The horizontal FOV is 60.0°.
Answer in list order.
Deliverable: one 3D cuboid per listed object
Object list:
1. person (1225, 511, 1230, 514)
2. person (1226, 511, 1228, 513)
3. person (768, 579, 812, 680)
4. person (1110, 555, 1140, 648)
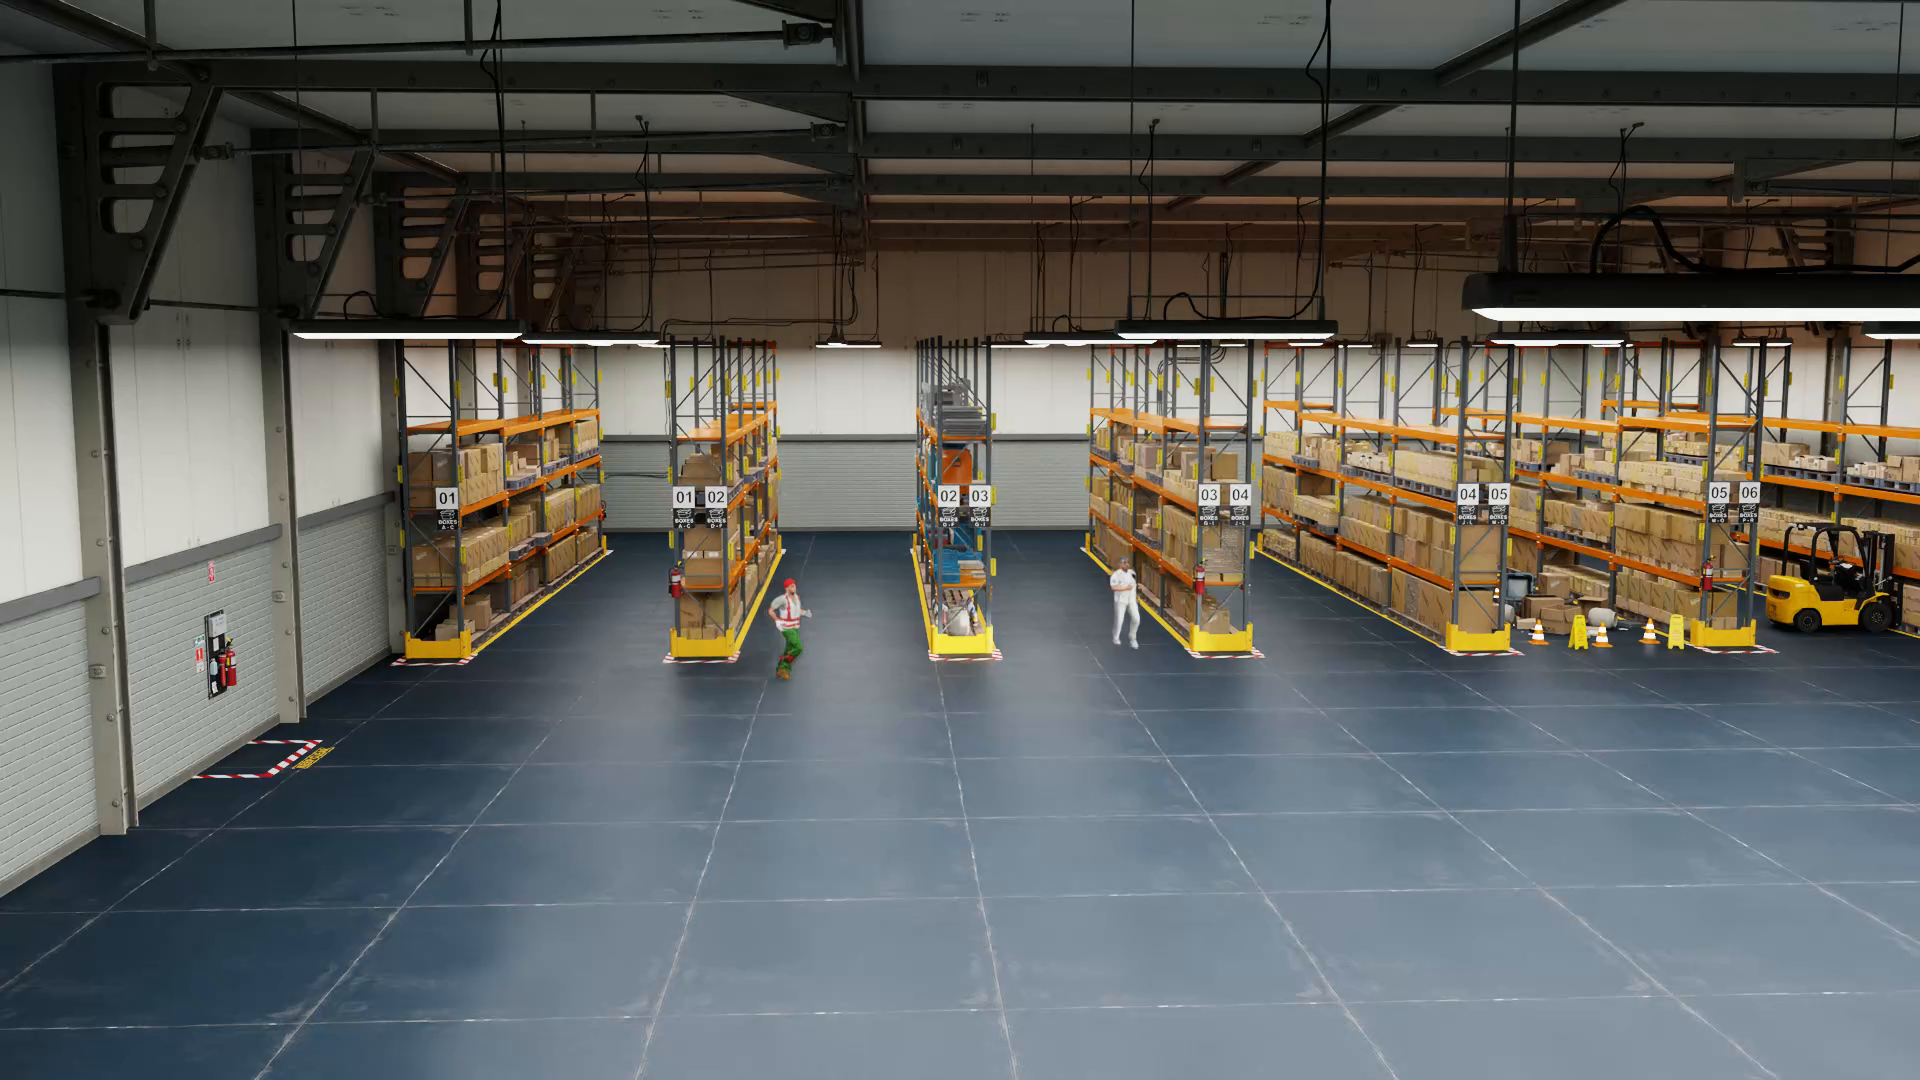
[{"bbox_3d":[7.335,-0.472,47.491,0.738,1.647,0.679,5,8,38],"label":"person"},{"bbox_3d":[7.690,-0.502,48.044,0.647,1.601,0.583,4,8,32],"label":"person"},{"bbox_3d":[-2.923,1.554,29.011,0.671,1.773,0.624,3,7,28],"label":"person"},{"bbox_3d":[3.204,1.216,32.151,0.650,1.836,0.752,-2,7,-18],"label":"person"}]
